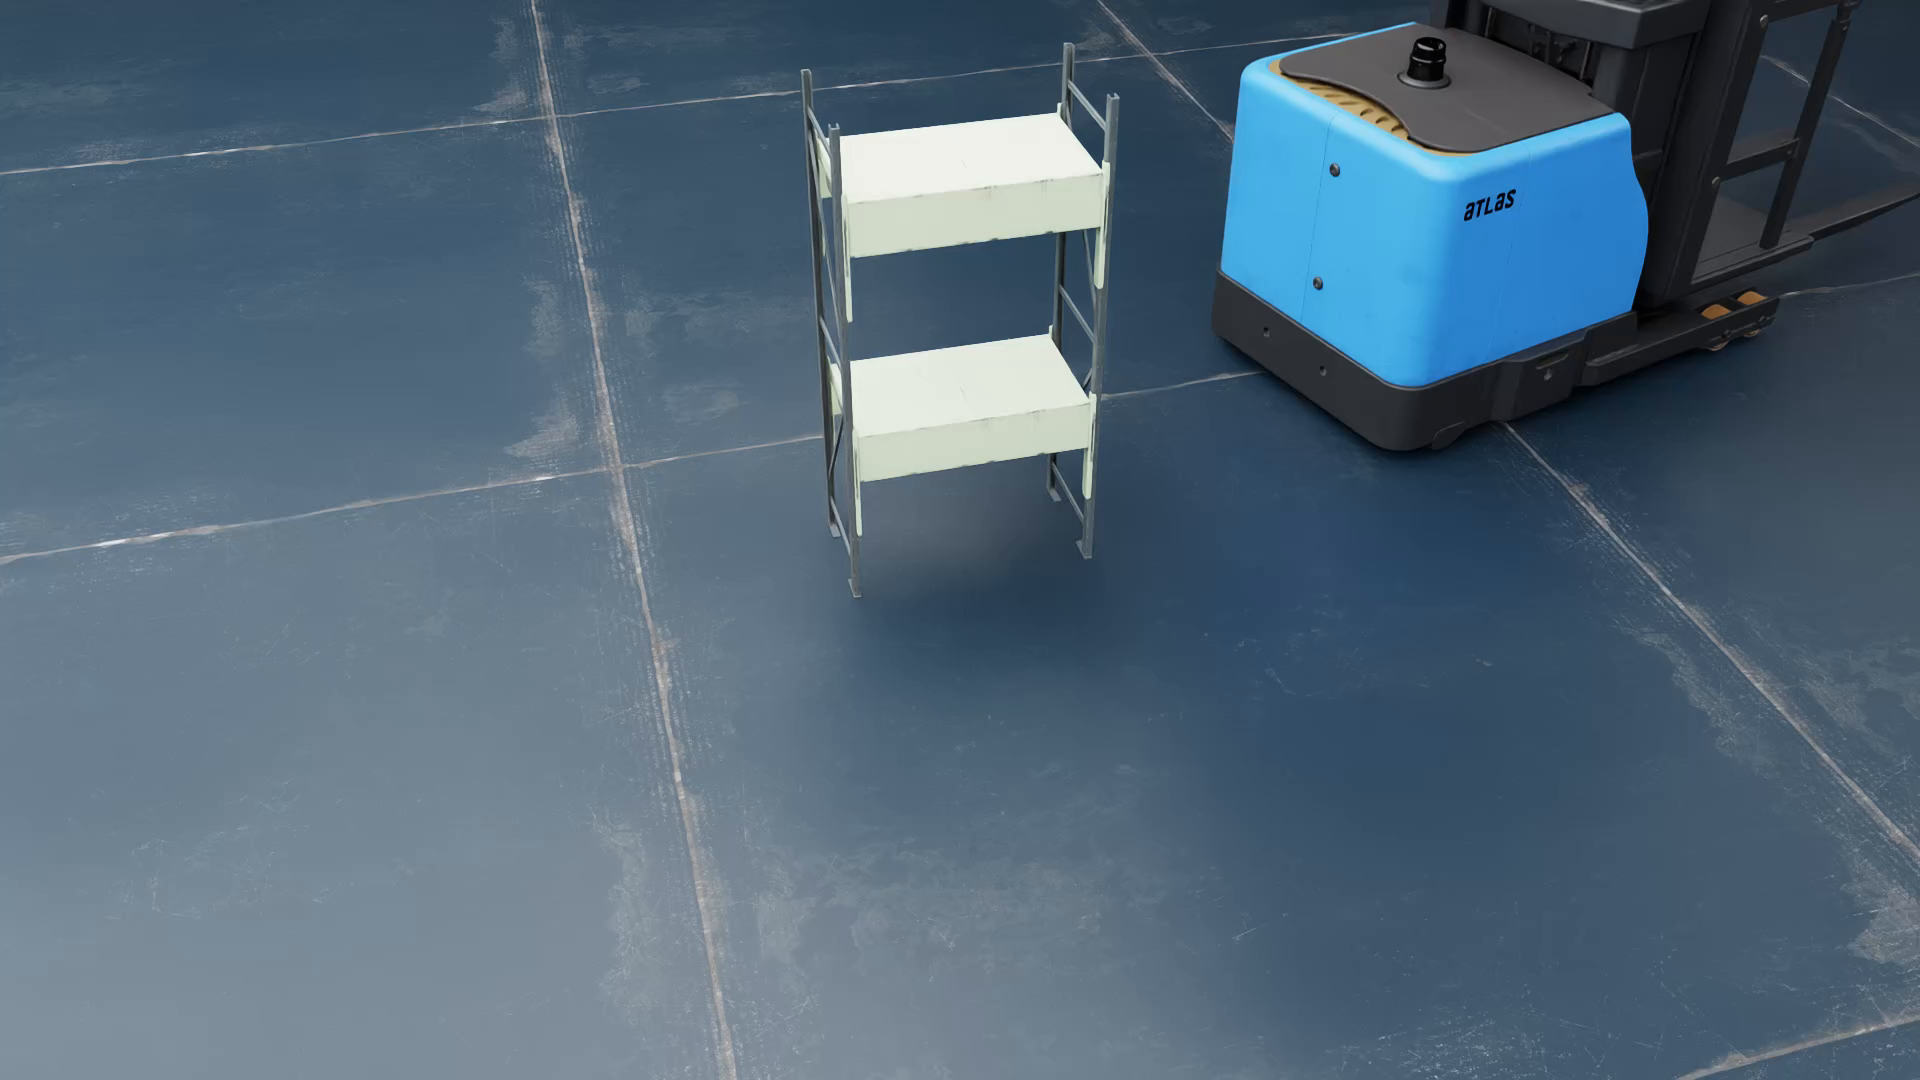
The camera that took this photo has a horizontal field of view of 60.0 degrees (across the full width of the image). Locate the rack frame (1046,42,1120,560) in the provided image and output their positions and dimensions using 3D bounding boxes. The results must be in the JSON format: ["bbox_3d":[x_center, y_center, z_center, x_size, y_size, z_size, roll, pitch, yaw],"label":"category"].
[{"bbox_3d":[0.347,-0.653,4.869,0.023,1.500,0.400,-9,38,-12],"label":"rack frame"}]

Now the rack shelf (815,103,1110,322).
[{"bbox_3d":[-0.006,-0.905,4.556,0.720,0.370,0.431,-9,38,-12],"label":"rack shelf"}]

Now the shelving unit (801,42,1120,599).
[{"bbox_3d":[-0.006,-0.595,4.793,0.755,1.500,0.431,-9,38,-12],"label":"shelving unit"}]

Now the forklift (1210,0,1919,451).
[{"bbox_3d":[2.461,-2.122,5.611,3.031,2.935,1.130,-20,42,-24],"label":"forklift"}]

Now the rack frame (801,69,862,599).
[{"bbox_3d":[-0.360,-0.537,4.717,0.023,1.500,0.400,-9,38,-12],"label":"rack frame"}]

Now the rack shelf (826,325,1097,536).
[{"bbox_3d":[-0.006,-0.336,4.991,0.720,0.370,0.431,-9,38,-12],"label":"rack shelf"}]
